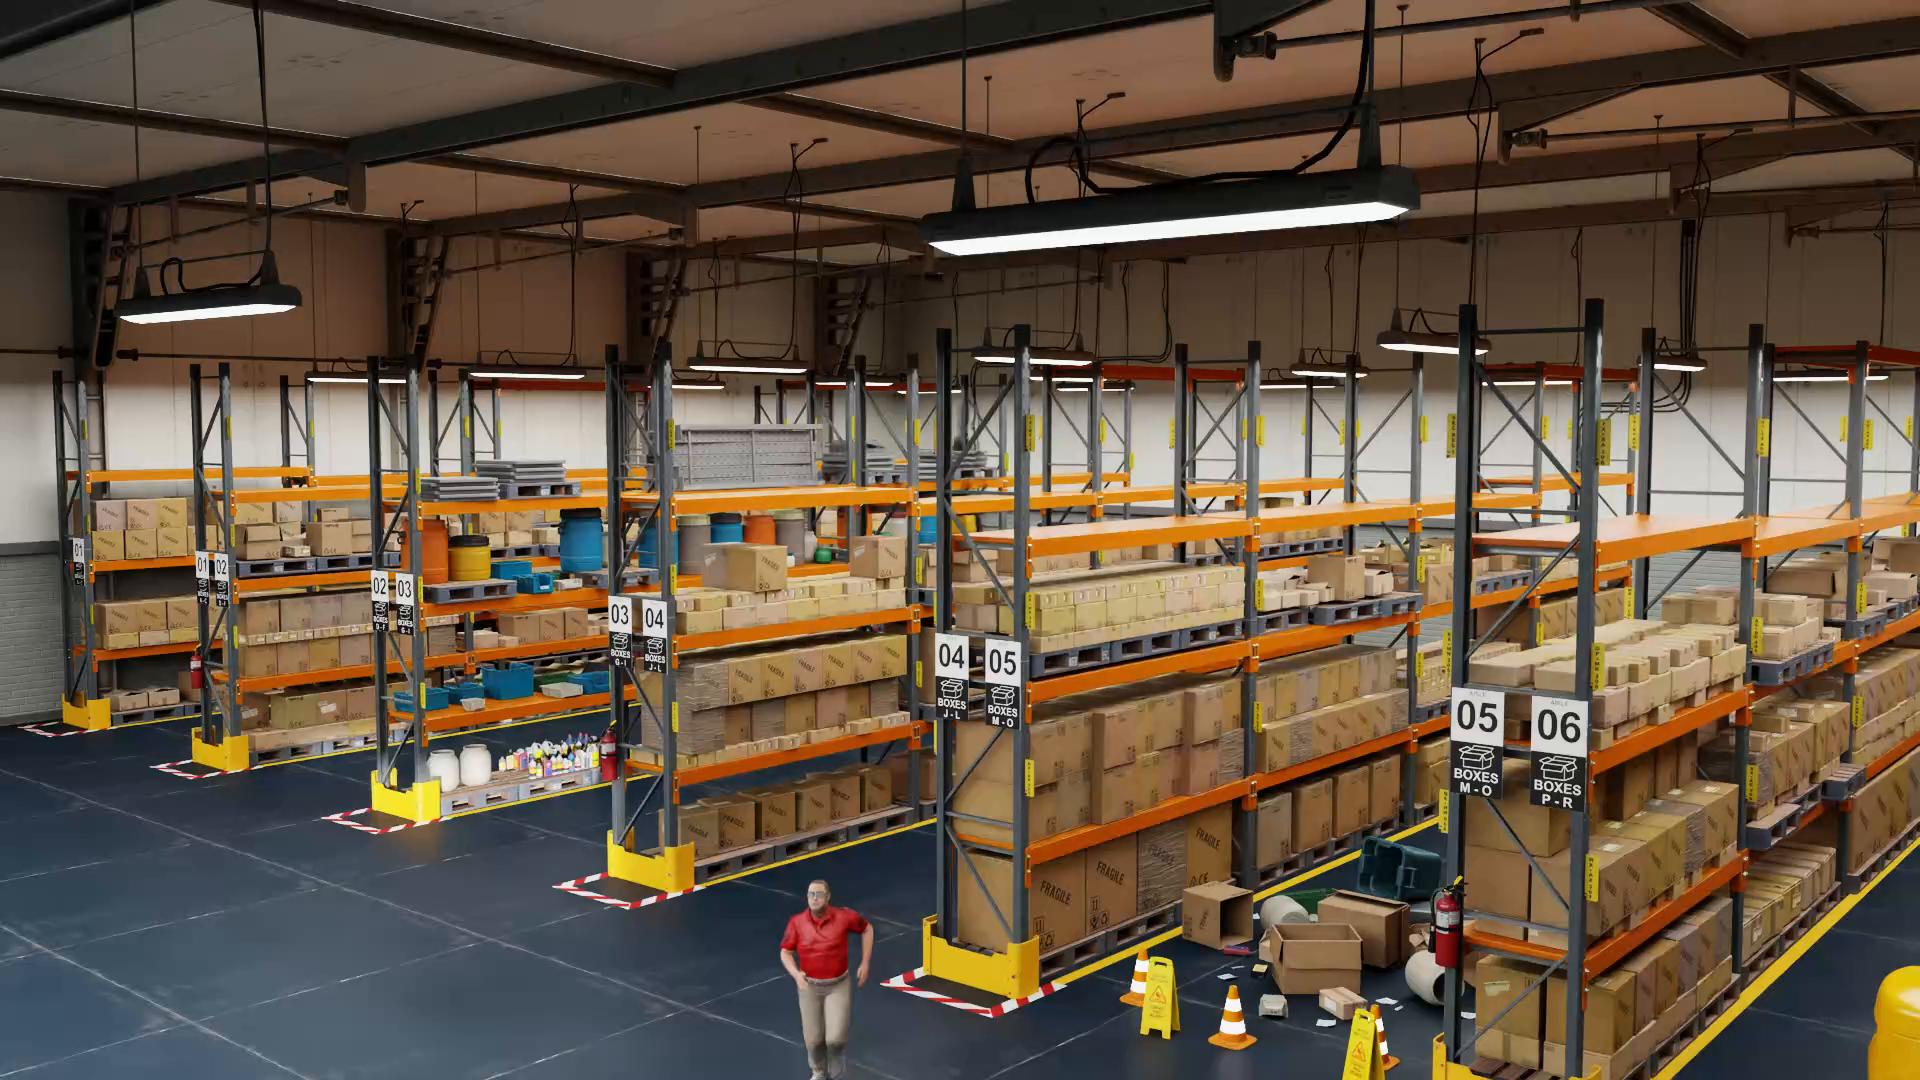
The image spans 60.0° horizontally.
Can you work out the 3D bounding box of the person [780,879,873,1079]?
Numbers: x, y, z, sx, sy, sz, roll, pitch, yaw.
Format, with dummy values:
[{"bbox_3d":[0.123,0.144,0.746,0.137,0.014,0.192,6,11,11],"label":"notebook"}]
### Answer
[{"bbox_3d":[-1.043,3.414,12.636,0.652,1.686,0.712,0,4,3],"label":"person"}]
